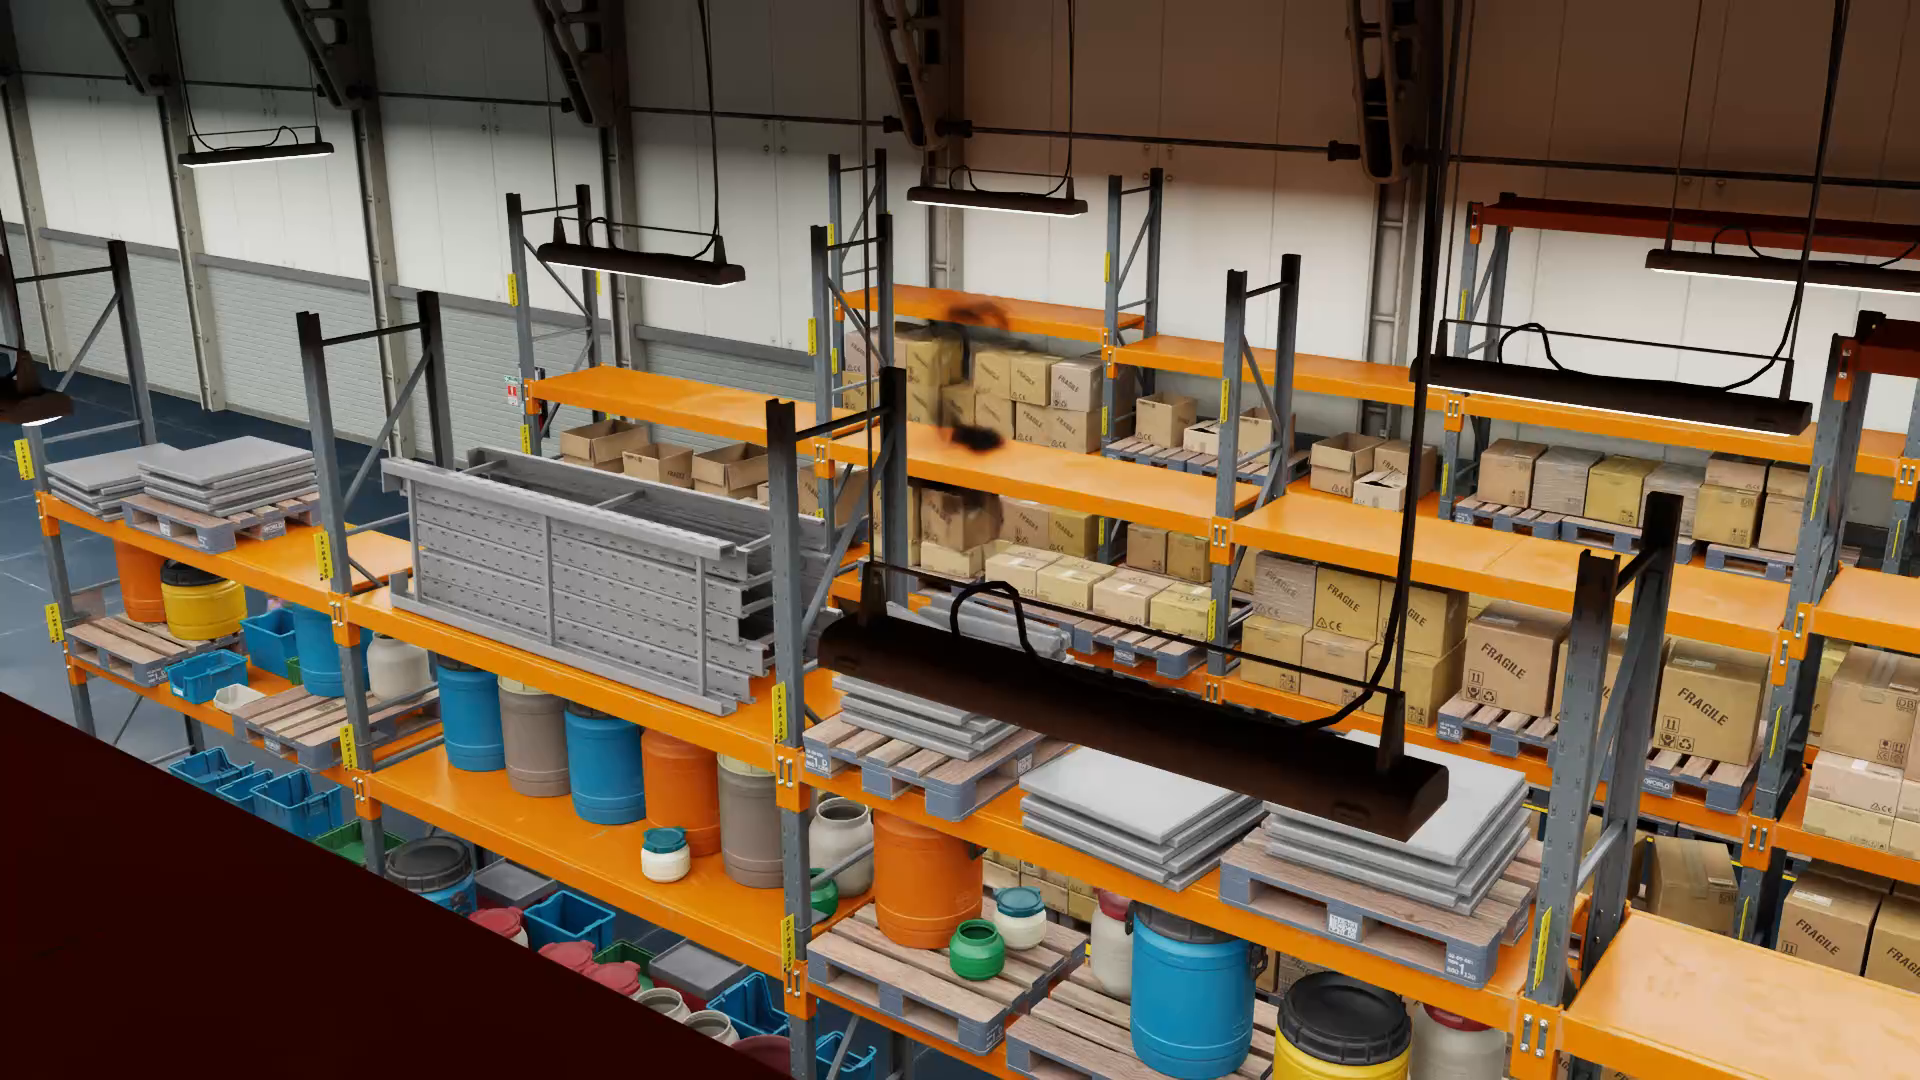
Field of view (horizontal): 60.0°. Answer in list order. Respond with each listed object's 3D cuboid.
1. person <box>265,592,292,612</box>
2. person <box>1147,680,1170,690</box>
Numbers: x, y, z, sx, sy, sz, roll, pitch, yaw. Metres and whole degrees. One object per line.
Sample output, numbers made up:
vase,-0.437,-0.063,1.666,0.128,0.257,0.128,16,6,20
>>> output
person,-7.662,1.189,18.974,0.890,1.590,0.534,-14,23,-36
person,1.984,2.112,16.023,0.991,1.763,0.694,11,21,29
